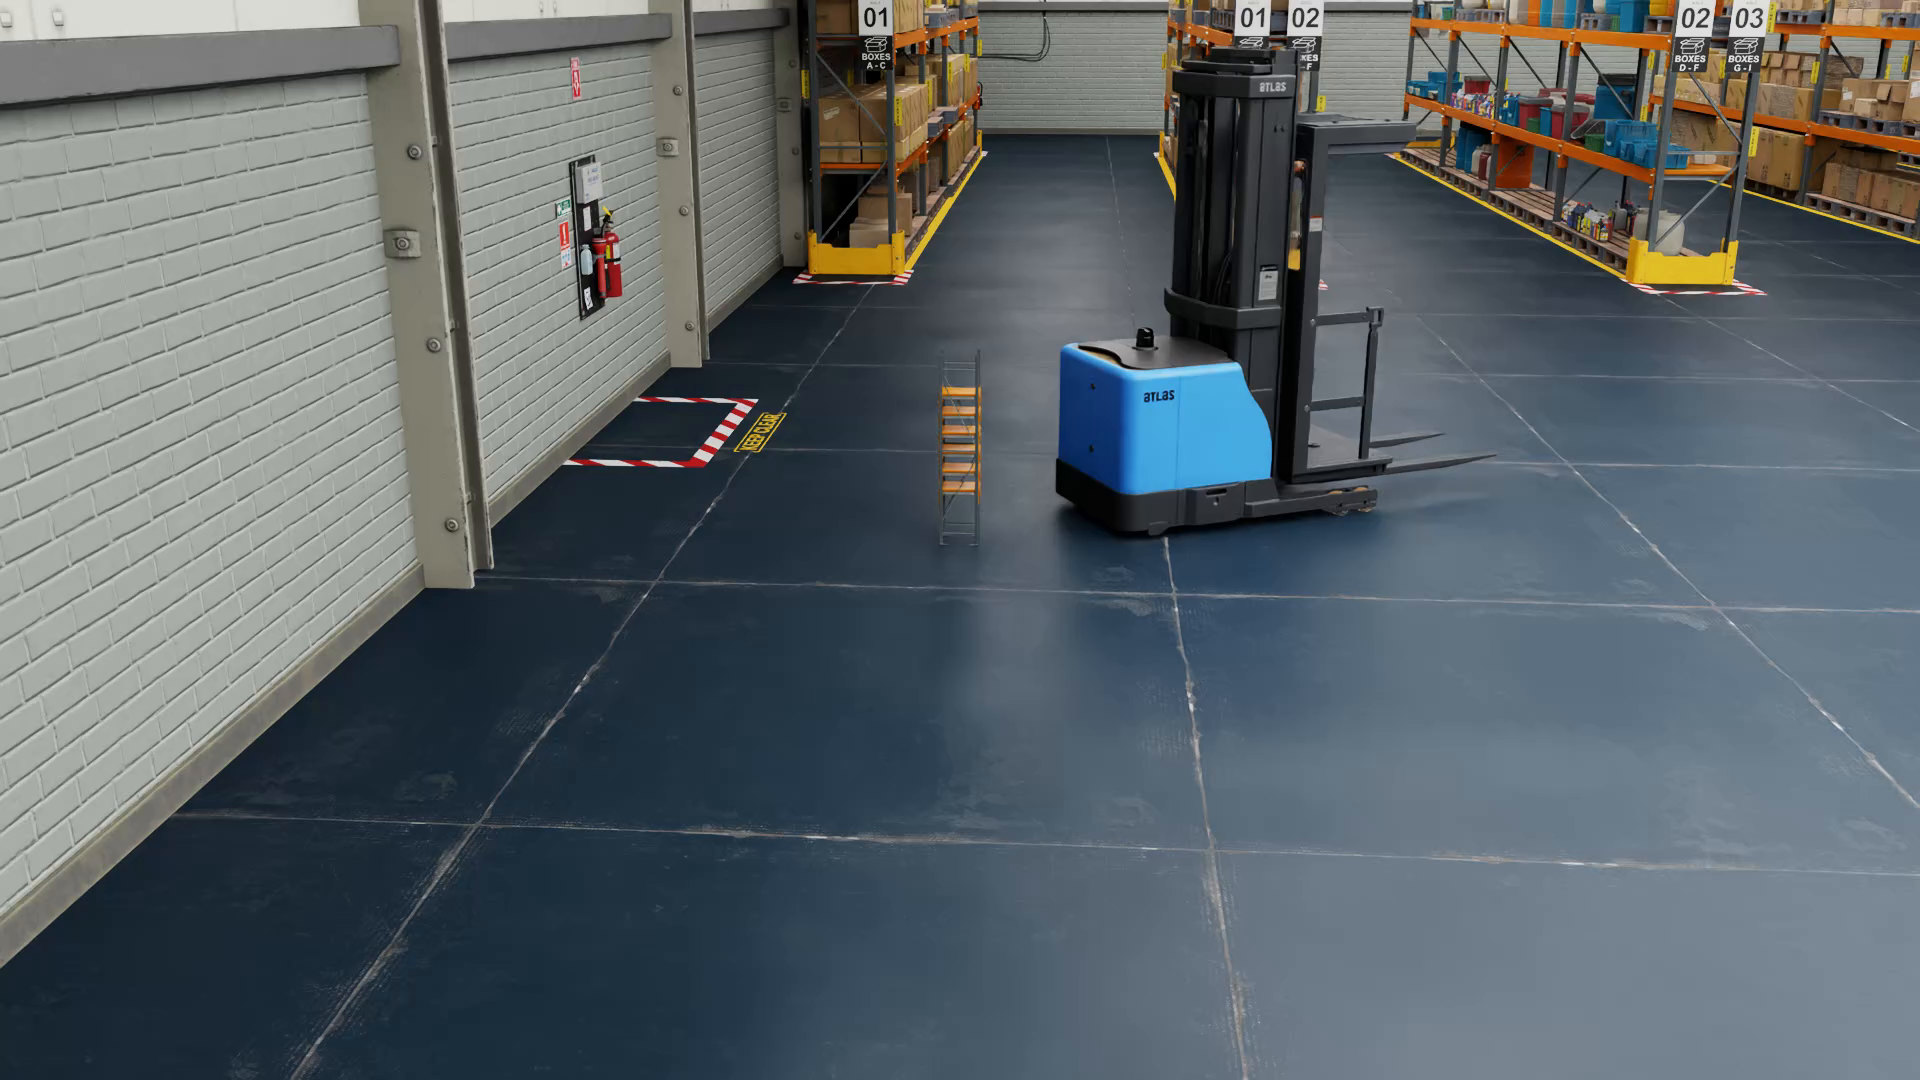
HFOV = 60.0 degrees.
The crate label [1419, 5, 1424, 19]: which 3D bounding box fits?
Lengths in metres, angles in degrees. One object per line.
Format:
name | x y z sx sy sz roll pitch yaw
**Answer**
crate label | 9.361 -10.525 33.147 0.408 0.251 0.502 1 18 4

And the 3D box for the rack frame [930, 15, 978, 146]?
rack frame | -0.132 -9.670 35.118 1.000 3.000 0.127 1 18 4

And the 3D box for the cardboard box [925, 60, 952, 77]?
cardboard box | -0.414 -7.885 27.794 0.500 0.250 0.500 2 18 5

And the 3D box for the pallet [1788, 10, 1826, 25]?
pallet | 14.109 -8.391 26.699 1.213 0.211 1.003 2 18 6

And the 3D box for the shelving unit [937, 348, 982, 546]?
shelving unit | -0.001 -0.566 10.222 0.258 1.200 0.189 1 18 4

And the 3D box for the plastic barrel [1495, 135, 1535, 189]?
plastic barrel | 9.194 -6.285 27.598 0.600 0.830 0.708 1 18 4

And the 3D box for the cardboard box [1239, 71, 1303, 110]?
cardboard box | 3.712 -5.417 19.893 0.700 0.500 0.500 1 18 4

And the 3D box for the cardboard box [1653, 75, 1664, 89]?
cardboard box | 14.386 -9.266 33.646 0.500 0.250 0.500 1 18 2

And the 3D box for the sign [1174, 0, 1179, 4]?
sign | 3.981 -9.999 30.475 0.100 0.325 0.005 1 18 4

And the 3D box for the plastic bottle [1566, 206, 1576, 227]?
plastic bottle | 8.433 -4.447 22.844 0.152 0.276 0.135 2 18 6

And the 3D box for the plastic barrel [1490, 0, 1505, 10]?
plastic barrel | 9.153 -9.208 27.997 0.433 0.535 0.433 0 18 0

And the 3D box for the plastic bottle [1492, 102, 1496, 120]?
plastic bottle | 8.780 -7.044 27.291 0.061 0.283 0.133 1 18 4

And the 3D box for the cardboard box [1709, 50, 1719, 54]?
cardboard box | 14.917 -9.608 33.486 0.500 0.500 0.500 2 18 5

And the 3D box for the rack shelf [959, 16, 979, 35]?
rack shelf | -0.275 -10.133 32.867 1.077 0.370 4.000 1 18 4

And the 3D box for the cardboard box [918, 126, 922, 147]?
cardboard box | -0.789 -5.417 22.345 0.500 0.250 0.500 1 18 4

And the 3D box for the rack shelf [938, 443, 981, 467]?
rack shelf | -0.001 -0.523 10.236 0.258 0.103 0.180 1 18 4

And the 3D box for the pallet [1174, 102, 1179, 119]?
pallet | 4.214 -7.197 27.878 1.213 0.211 1.003 1 18 4

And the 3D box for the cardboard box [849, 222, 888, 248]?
cardboard box | -1.140 -3.845 20.952 0.500 0.311 0.500 -1 18 -2

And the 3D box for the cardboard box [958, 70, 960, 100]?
cardboard box | -0.272 -8.163 29.847 0.500 0.500 0.500 1 18 4

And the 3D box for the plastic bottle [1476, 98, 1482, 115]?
plastic bottle | 8.861 -7.399 28.374 0.061 0.283 0.133 1 18 4

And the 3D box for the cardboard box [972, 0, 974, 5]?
cardboard box | 0.012 -10.715 32.894 0.500 0.250 0.500 1 18 2

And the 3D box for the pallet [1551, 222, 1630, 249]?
pallet | 8.800 -4.189 22.869 1.003 0.211 1.213 1 18 4

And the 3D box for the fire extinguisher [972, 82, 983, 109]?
fire extinguisher | 0.339 -9.493 35.300 0.296 0.674 0.183 1 18 4

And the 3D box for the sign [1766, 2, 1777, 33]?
sign | 9.151 -5.896 18.768 0.100 0.325 0.005 1 18 4

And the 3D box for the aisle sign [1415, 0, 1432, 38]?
aisle sign | 9.458 -10.713 34.127 0.394 0.787 0.004 1 18 4

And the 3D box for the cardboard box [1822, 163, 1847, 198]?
cardboard box | 14.088 -5.667 26.207 0.700 0.500 0.500 0 18 1

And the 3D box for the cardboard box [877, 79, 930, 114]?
cardboard box | -0.859 -6.736 25.295 0.700 0.500 0.500 4 19 11

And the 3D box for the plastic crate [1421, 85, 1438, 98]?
plastic crate | 9.288 -8.827 32.716 0.416 0.233 0.300 1 18 4

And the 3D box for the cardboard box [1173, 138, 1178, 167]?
cardboard box | 4.245 -7.195 30.872 0.500 0.500 0.500 0 18 1

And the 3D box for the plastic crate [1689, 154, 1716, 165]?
plastic crate | 8.988 -4.625 20.145 0.298 0.136 0.250 1 18 4

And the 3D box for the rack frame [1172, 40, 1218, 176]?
rack frame | 4.522 -8.319 30.993 1.000 3.000 0.127 1 18 4

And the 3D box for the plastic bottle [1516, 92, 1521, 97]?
plastic bottle | 9.644 -7.548 28.722 0.144 0.351 0.185 1 18 4

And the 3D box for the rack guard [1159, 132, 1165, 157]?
rack guard | 4.804 -8.349 35.101 1.175 0.500 0.348 1 18 4

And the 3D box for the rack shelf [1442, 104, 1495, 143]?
rack shelf | 9.319 -7.244 28.868 1.077 0.370 4.000 1 18 4

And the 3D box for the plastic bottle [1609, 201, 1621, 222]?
plastic bottle | 8.987 -4.469 22.793 0.144 0.351 0.185 1 18 4

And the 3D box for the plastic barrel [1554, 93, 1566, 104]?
plastic barrel | 9.285 -6.563 25.454 0.421 0.512 0.421 0 18 0

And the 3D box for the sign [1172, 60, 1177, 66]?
sign | 3.981 -8.740 30.888 0.100 0.325 0.005 1 18 4

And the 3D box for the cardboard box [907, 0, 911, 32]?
cardboard box | -0.898 -6.609 20.766 0.500 0.500 0.500 2 18 6

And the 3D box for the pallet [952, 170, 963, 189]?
pallet | -0.484 -6.482 29.865 1.003 0.211 1.213 1 18 4

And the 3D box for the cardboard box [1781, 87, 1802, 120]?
cardboard box | 13.946 -7.215 27.464 0.500 0.500 0.500 1 18 3

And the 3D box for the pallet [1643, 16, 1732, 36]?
pallet | 8.759 -6.070 19.617 1.003 0.211 1.213 1 18 4

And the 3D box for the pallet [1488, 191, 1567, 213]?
pallet | 9.082 -5.400 26.563 1.003 0.211 1.213 1 18 4

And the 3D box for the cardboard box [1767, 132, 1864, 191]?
cardboard box | 14.186 -6.258 27.441 1.225 0.875 0.875 0 18 1

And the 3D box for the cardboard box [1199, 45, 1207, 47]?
cardboard box | 4.947 -9.462 32.715 0.500 0.500 0.500 2 18 6

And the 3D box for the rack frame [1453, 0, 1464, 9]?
rack frame | 9.463 -11.058 29.718 1.000 3.000 0.127 1 18 4

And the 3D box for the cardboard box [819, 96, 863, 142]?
cardboard box | -1.457 -5.147 20.317 0.500 0.500 0.500 1 18 3

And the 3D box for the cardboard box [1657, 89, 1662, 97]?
cardboard box | 14.318 -9.037 33.588 0.380 0.149 0.250 1 18 3

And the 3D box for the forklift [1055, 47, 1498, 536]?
forklift | 2.210 -1.695 10.889 3.031 2.935 1.130 -7 20 -21

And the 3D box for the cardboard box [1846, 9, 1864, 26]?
cardboard box | 13.791 -7.908 25.165 0.500 0.250 0.500 2 18 5
